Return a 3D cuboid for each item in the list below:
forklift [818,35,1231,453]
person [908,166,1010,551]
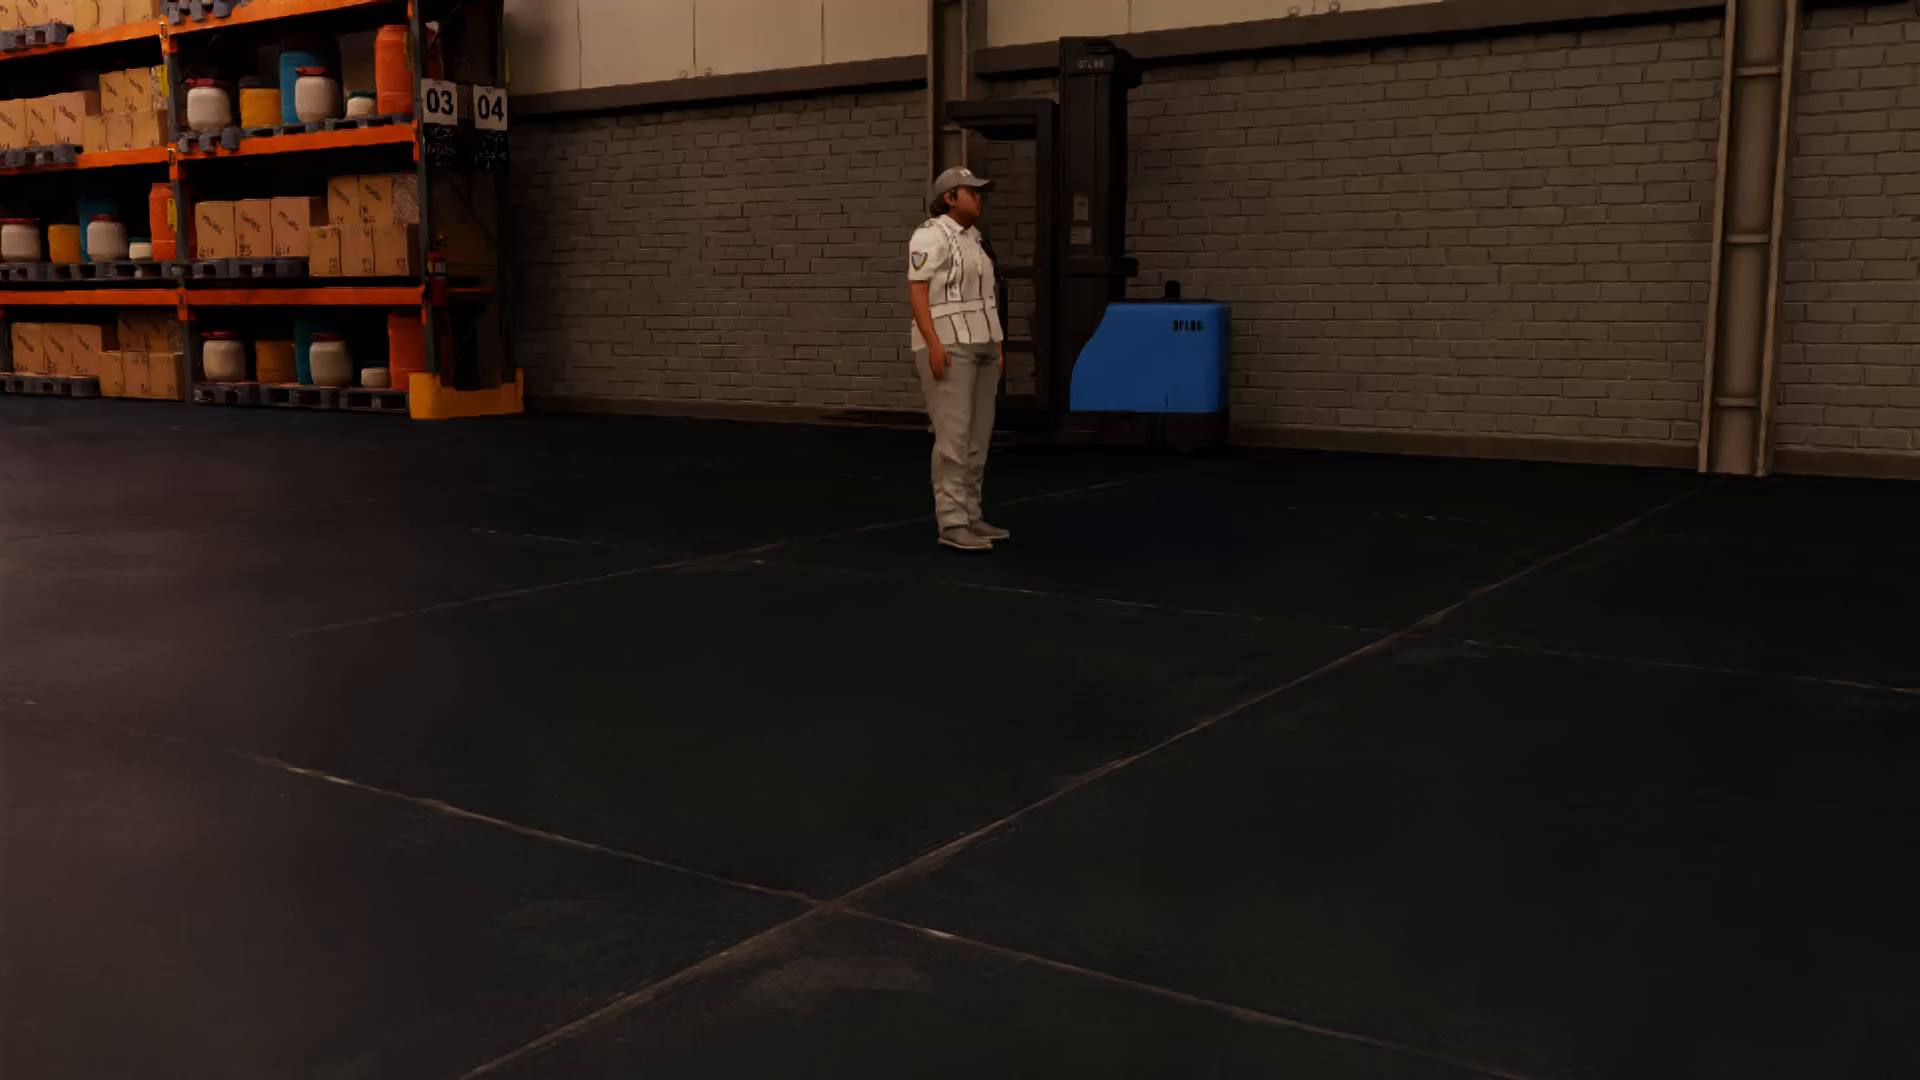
[{"bbox_3d":[0.470,-2.156,12.351,3.031,2.935,1.130,2,8,14],"label":"forklift"},{"bbox_3d":[0.052,-0.823,7.424,0.527,1.669,0.598,5,10,34],"label":"person"}]
